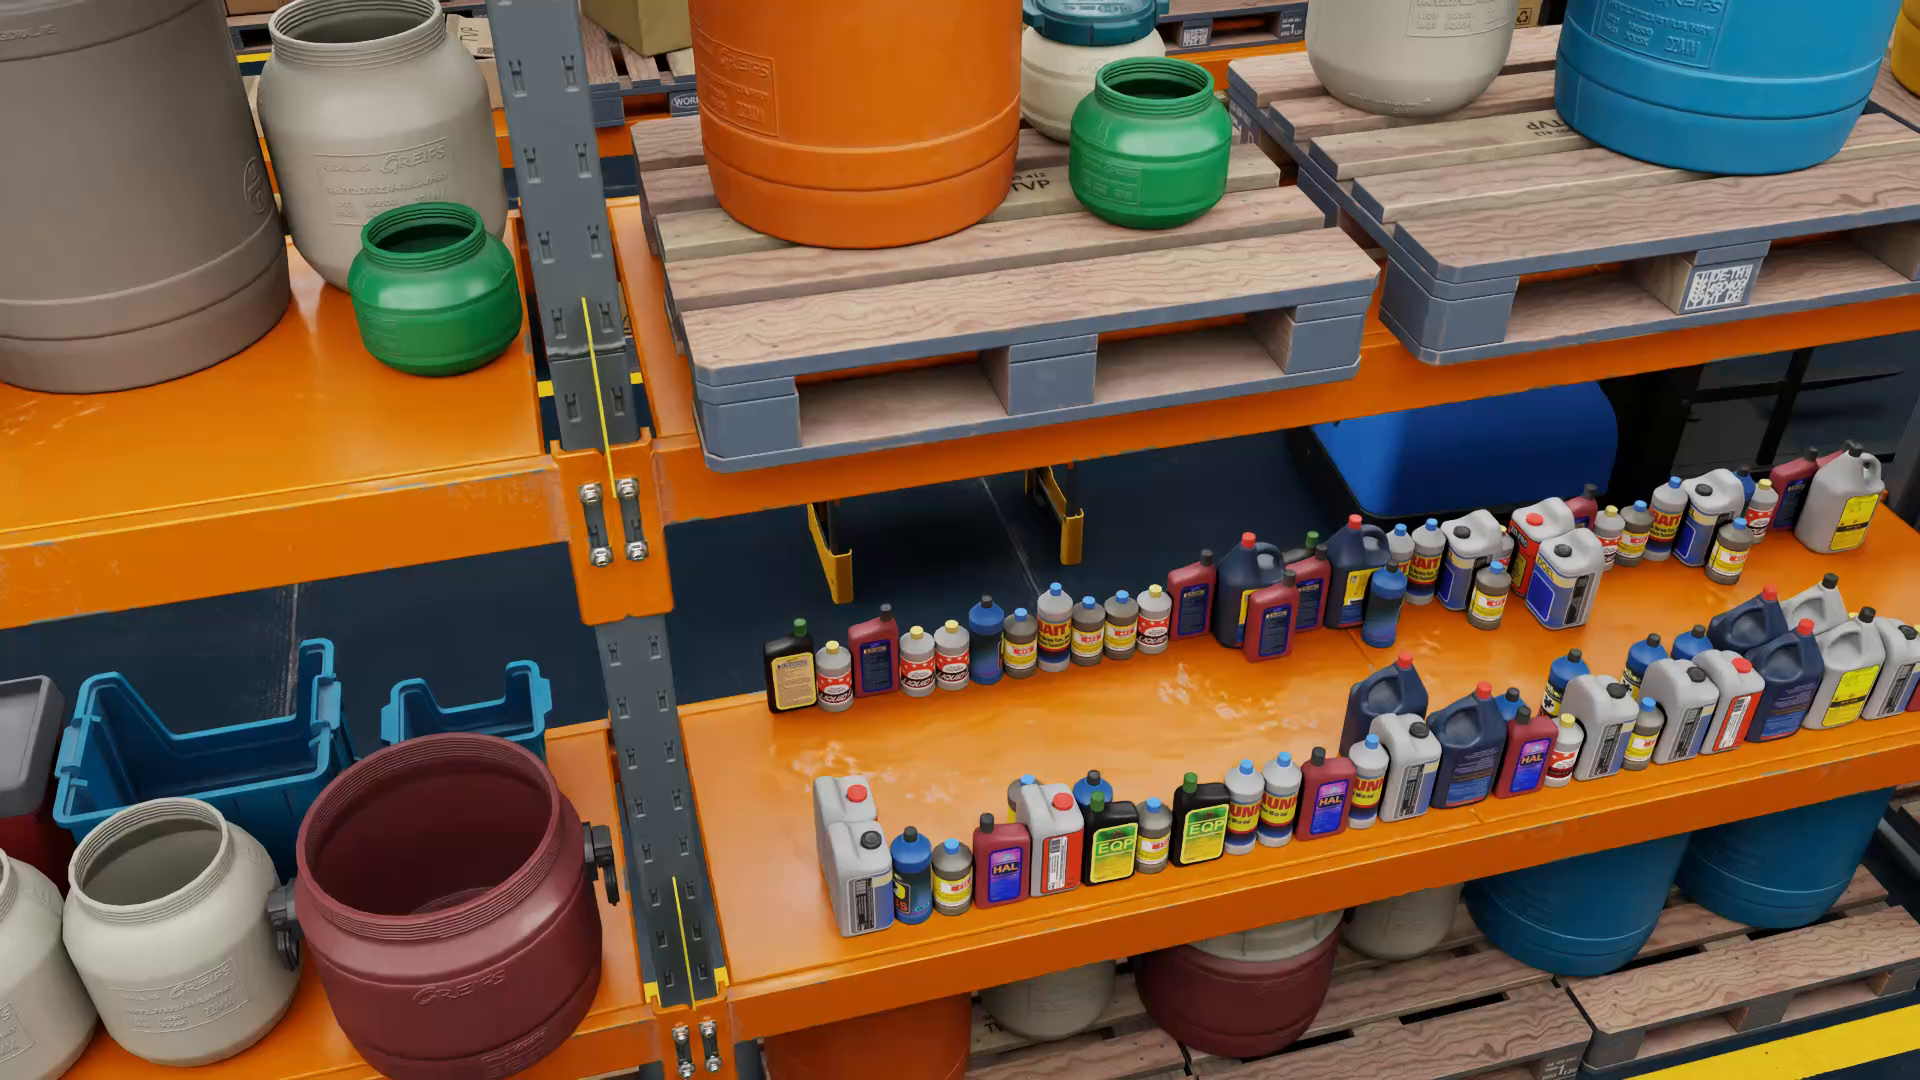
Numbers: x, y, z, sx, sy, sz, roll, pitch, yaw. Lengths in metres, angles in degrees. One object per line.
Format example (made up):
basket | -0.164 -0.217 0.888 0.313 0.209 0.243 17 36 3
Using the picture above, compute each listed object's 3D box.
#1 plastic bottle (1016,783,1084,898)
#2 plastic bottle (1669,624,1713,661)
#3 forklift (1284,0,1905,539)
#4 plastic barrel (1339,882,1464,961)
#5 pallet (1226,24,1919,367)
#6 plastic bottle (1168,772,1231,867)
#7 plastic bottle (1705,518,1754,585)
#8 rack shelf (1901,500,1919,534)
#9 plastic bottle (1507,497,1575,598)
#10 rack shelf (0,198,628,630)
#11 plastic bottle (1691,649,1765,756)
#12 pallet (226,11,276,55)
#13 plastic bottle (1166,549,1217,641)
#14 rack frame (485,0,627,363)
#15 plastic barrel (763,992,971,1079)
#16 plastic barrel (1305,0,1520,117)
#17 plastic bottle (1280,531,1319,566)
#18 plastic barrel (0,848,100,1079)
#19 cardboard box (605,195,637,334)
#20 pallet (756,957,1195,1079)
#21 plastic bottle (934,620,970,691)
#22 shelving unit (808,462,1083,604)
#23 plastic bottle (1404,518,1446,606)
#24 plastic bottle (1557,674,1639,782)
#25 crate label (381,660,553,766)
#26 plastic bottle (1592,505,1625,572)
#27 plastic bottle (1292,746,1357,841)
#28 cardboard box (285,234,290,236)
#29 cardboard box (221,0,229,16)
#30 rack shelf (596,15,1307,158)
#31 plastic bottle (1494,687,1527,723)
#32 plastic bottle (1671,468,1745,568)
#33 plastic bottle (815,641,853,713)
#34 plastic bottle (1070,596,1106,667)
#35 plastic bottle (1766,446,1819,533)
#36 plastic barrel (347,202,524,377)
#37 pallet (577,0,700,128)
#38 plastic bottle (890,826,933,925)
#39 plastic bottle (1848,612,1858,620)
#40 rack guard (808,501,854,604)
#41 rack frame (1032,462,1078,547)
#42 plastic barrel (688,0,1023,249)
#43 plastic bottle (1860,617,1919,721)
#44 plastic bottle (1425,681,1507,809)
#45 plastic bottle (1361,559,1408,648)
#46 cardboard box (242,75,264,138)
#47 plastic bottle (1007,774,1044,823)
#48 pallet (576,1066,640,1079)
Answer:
plastic bottle | 0.214 0.699 3.970 0.135 0.276 0.152 -9 38 -12
plastic bottle | 1.941 0.339 4.444 0.097 0.271 0.097 0 37 0
forklift | 3.074 -1.470 6.760 3.031 2.935 1.130 -6 38 -8
plastic barrel | 1.346 1.015 5.157 0.421 0.512 0.421 0 37 0
pallet | 1.302 -0.786 3.495 1.213 0.211 1.003 -9 38 -12
plastic bottle | 0.578 0.665 4.008 0.133 0.283 0.061 -9 38 -12
plastic bottle | 2.278 0.025 4.912 0.097 0.201 0.097 0 37 0
rack shelf | 5.058 -0.063 5.456 4.000 0.370 1.077 -9 38 -12
plastic bottle | 1.687 0.014 4.865 0.135 0.276 0.152 -9 38 -12
rack shelf | -2.665 0.013 2.888 4.000 0.370 1.077 -9 38 -12
plastic bottle | 1.991 0.407 4.351 0.135 0.276 0.152 -9 38 -12
pallet | -5.248 -3.788 12.028 1.213 0.211 1.003 -9 38 -12
plastic bottle | 0.648 0.153 4.678 0.133 0.283 0.061 -9 38 -12
rack frame | -0.734 -1.781 2.172 0.127 3.000 1.000 -9 38 -12
plastic barrel | -0.267 1.209 4.641 0.708 0.830 0.600 -9 38 -12
plastic barrel | 0.938 -1.180 3.397 0.433 0.535 0.433 0 37 0
plastic bottle | 0.956 0.102 4.744 0.133 0.283 0.061 -9 38 -12
plastic barrel | -2.079 0.912 3.497 0.421 0.512 0.421 0 37 0
cardboard box | -1.508 -1.391 8.295 0.500 0.500 0.500 -8 38 -10
pallet | 0.016 1.560 5.037 1.213 0.211 1.003 -9 38 -12
plastic bottle | -0.022 0.307 4.544 0.097 0.201 0.097 0 37 0
shelving unit | -0.074 -0.584 6.779 1.083 1.500 0.587 -9 38 -12
plastic bottle | 1.344 0.055 4.816 0.097 0.271 0.097 0 37 0
plastic bottle | 1.638 0.465 4.275 0.135 0.276 0.152 -9 38 -12
crate label | -1.239 0.515 4.246 0.416 0.233 0.303 -9 38 -12
plastic bottle | 1.921 -0.012 4.961 0.097 0.201 0.097 0 37 0
plastic bottle | 0.895 0.613 4.076 0.133 0.283 0.061 -9 38 -12
cardboard box | -2.964 -1.288 7.921 0.500 0.311 0.500 -10 39 -13
cardboard box | -5.484 -4.053 11.774 0.500 0.500 0.700 -9 38 -11
rack shelf | -0.091 -2.336 8.426 4.000 0.370 1.077 -9 38 -12
plastic bottle | 1.388 0.487 4.251 0.097 0.271 0.097 0 37 0
plastic bottle | 2.228 -0.075 4.981 0.135 0.276 0.152 -9 38 -12
plastic bottle | -0.339 0.359 4.476 0.097 0.201 0.097 0 37 0
plastic bottle | 0.354 0.245 4.625 0.097 0.201 0.097 0 37 0
plastic bottle | 2.533 -0.157 5.082 0.133 0.283 0.061 -9 38 -12
plastic barrel | -0.959 -0.459 3.040 0.294 0.245 0.294 0 37 0
pallet | -1.386 -2.377 8.046 1.003 0.211 1.213 -9 38 -12
plastic bottle | -0.113 0.771 3.879 0.097 0.271 0.097 0 37 0
plastic bottle | 2.428 0.287 4.570 0.097 0.201 0.097 0 37 0
rack guard | -0.554 -0.008 7.055 0.087 0.250 0.587 -9 38 -12
rack frame | 0.408 -0.663 6.882 0.032 1.500 0.500 -9 38 -12
plastic barrel | -0.186 -1.015 2.941 0.708 0.830 0.600 -9 38 -12
plastic bottle | 2.478 0.327 4.456 0.135 0.276 0.152 -9 38 -12
plastic bottle | 1.262 0.500 4.169 0.185 0.351 0.144 -9 38 -12
plastic bottle | 1.194 0.170 4.665 0.097 0.271 0.097 0 37 0
cardboard box | -3.239 -1.970 7.563 0.250 0.149 0.380 -7 38 -9
plastic bottle | 0.164 0.658 4.084 0.097 0.201 0.097 0 37 0
pallet | -1.492 1.809 4.711 1.213 0.211 1.003 -9 38 -12
